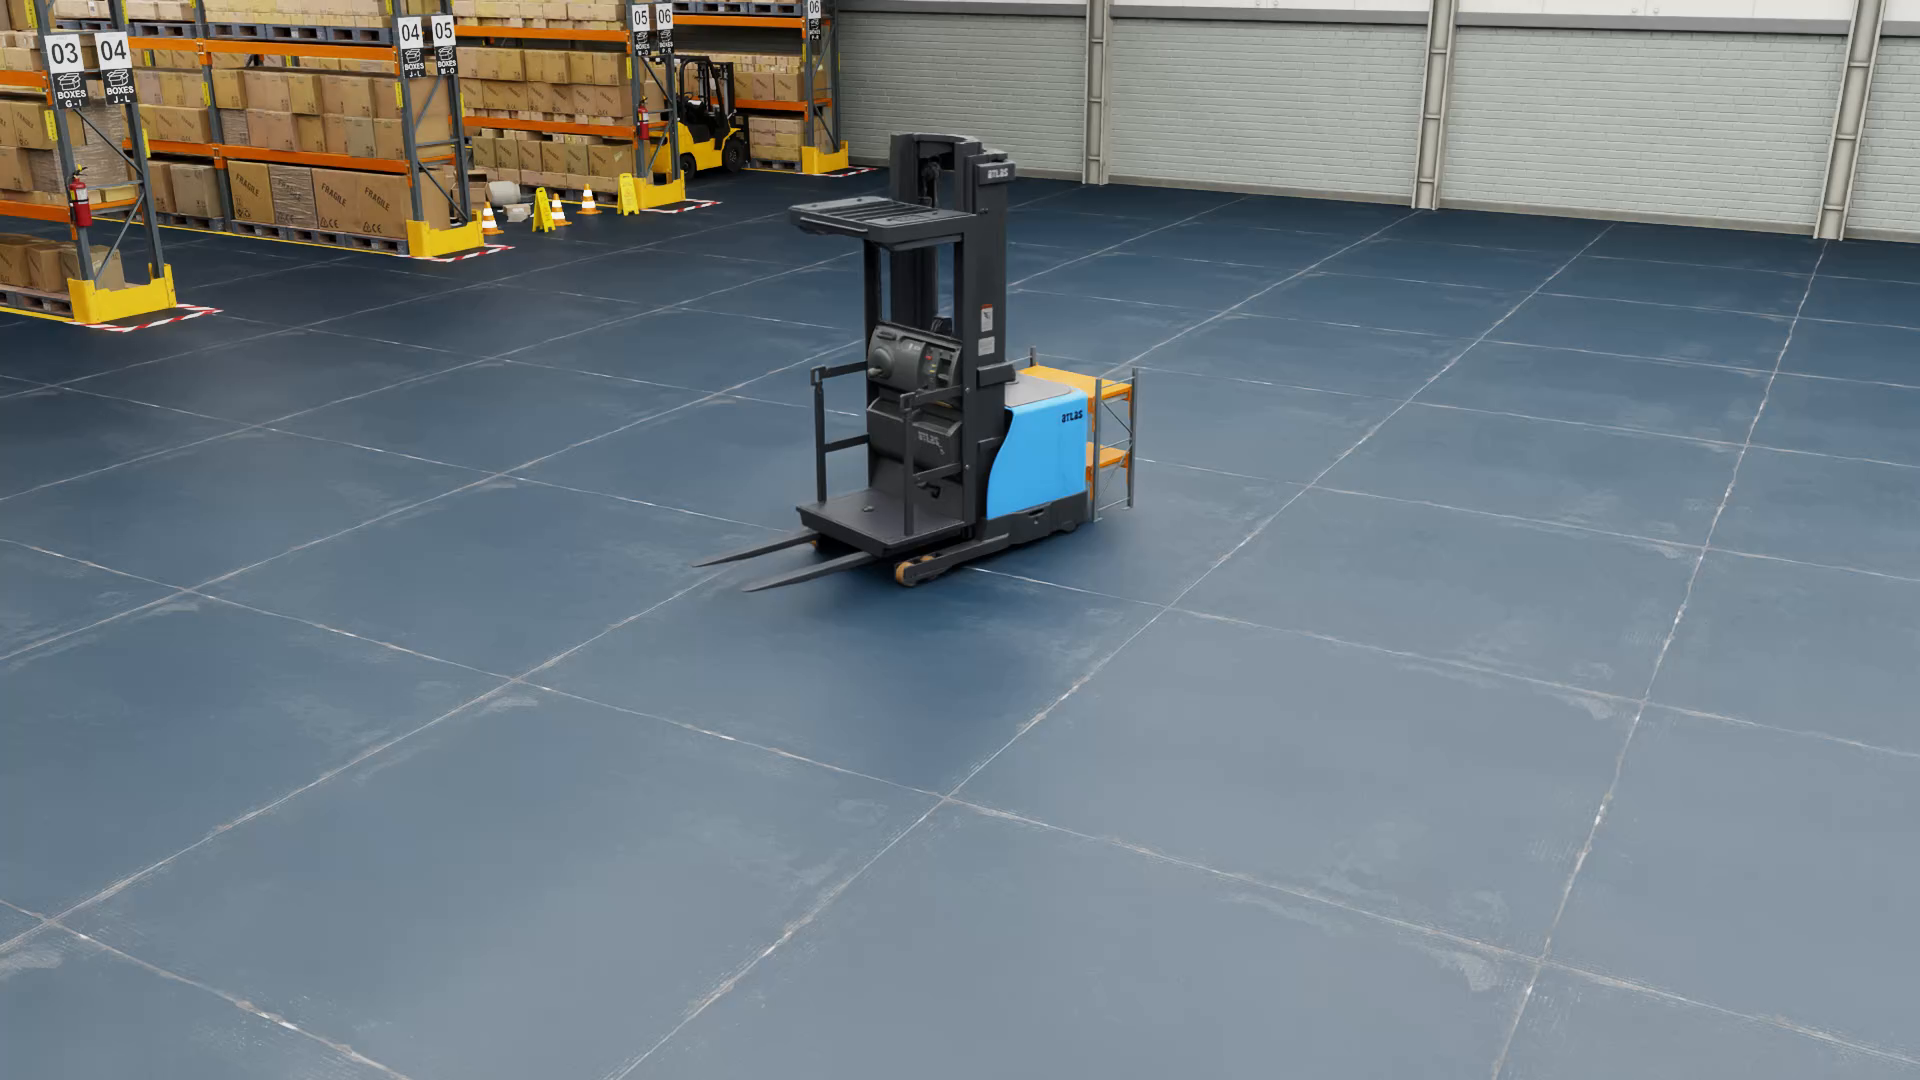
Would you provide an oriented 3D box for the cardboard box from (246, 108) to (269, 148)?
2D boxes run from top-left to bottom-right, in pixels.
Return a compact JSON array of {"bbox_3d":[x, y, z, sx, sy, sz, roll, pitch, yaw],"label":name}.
[{"bbox_3d":[-10.019,-6.147,24.694,0.550,0.550,0.875,11,23,27],"label":"cardboard box"}]

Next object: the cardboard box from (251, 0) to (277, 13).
[{"bbox_3d":[-9.666,-7.611,23.572,0.500,0.250,0.500,11,22,27],"label":"cardboard box"}]

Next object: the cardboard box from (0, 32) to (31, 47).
[{"bbox_3d":[-10.711,-5.666,18.822,0.250,0.149,0.380,10,22,25],"label":"cardboard box"}]

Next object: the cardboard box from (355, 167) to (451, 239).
[{"bbox_3d":[-7.971,-4.846,23.826,0.875,0.875,0.875,11,23,28],"label":"cardboard box"}]

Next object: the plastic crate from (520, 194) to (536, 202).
[{"bbox_3d":[-7.542,-5.832,28.326,0.583,0.080,0.402,3,20,9],"label":"plastic crate"}]

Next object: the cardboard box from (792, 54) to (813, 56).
[{"bbox_3d":[-2.994,-9.197,31.787,0.250,0.149,0.380,12,23,29],"label":"cardboard box"}]

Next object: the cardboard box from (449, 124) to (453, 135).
[{"bbox_3d":[-10.951,-9.055,35.978,0.500,0.500,0.500,12,23,30],"label":"cardboard box"}]

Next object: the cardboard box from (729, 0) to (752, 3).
[{"bbox_3d":[-3.954,-10.426,31.400,0.500,0.500,0.700,11,23,28],"label":"cardboard box"}]

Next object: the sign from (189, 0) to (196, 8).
[{"bbox_3d":[-11.095,-7.857,24.009,0.005,0.325,0.100,11,23,27],"label":"sign"}]

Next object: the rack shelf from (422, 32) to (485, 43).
[{"bbox_3d":[-10.259,-9.114,29.749,4.000,0.370,1.077,11,23,27],"label":"rack shelf"}]

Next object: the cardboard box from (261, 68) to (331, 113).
[{"bbox_3d":[-9.592,-6.538,24.188,0.550,0.550,0.875,11,23,27],"label":"cardboard box"}]

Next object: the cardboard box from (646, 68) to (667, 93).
[{"bbox_3d":[-5.835,-9.084,32.861,0.500,0.500,0.500,10,22,26],"label":"cardboard box"}]

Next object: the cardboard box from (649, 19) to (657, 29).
[{"bbox_3d":[-5.152,-8.489,27.337,0.250,0.149,0.380,11,23,27],"label":"cardboard box"}]

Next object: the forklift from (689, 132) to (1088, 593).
[{"bbox_3d":[-0.479,-1.259,11.537,3.031,2.935,1.130,-17,26,-38],"label":"forklift"}]

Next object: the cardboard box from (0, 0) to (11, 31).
[{"bbox_3d":[-11.330,-6.109,19.092,0.500,0.500,0.500,11,23,27],"label":"cardboard box"}]

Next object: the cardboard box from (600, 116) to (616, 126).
[{"bbox_3d":[-5.727,-6.934,27.451,0.250,0.149,0.380,10,22,27],"label":"cardboard box"}]

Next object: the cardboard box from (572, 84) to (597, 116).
[{"bbox_3d":[-6.064,-7.324,27.575,0.500,0.500,0.500,11,23,27],"label":"cardboard box"}]

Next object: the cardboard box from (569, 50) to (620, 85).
[{"bbox_3d":[-6.011,-7.808,27.442,0.500,0.500,0.700,11,23,28],"label":"cardboard box"}]

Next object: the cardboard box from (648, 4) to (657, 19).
[{"bbox_3d":[-5.330,-8.687,27.300,0.500,0.250,0.500,10,22,26],"label":"cardboard box"}]

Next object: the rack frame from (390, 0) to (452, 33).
[{"bbox_3d":[-7.346,-8.374,22.255,0.127,3.000,1.000,11,23,27],"label":"rack frame"}]

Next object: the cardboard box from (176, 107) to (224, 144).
[{"bbox_3d":[-11.424,-6.274,25.115,0.500,0.500,0.500,11,22,27],"label":"cardboard box"}]

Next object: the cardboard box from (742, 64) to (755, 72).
[{"bbox_3d":[-3.944,-9.019,31.732,0.250,0.149,0.380,10,22,26],"label":"cardboard box"}]

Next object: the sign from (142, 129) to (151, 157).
[{"bbox_3d":[-9.589,-4.663,19.552,0.005,0.325,0.100,11,23,27],"label":"sign"}]

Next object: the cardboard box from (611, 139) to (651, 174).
[{"bbox_3d":[-5.611,-6.522,28.264,0.500,0.500,0.500,10,22,26],"label":"cardboard box"}]

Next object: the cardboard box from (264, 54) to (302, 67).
[{"bbox_3d":[-12.584,-8.900,30.889,0.500,0.500,0.500,10,22,26],"label":"cardboard box"}]

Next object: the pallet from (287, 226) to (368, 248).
[{"bbox_3d":[-9.144,-4.556,24.616,1.213,0.211,1.003,11,23,27],"label":"pallet"}]

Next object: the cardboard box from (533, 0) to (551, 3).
[{"bbox_3d":[-6.815,-8.925,27.371,0.250,0.149,0.380,11,23,29],"label":"cardboard box"}]

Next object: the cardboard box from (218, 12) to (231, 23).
[{"bbox_3d":[-10.459,-7.552,23.992,0.250,0.149,0.380,11,23,28],"label":"cardboard box"}]

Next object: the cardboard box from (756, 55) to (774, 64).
[{"bbox_3d":[-3.672,-9.142,31.636,0.250,0.149,0.380,11,23,28],"label":"cardboard box"}]

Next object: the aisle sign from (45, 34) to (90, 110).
[{"bbox_3d":[-9.946,-5.217,18.536,0.004,0.787,0.394,11,23,27],"label":"aisle sign"}]

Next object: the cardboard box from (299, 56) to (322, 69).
[{"bbox_3d":[-11.725,-8.616,30.519,0.500,0.500,0.500,10,22,26],"label":"cardboard box"}]

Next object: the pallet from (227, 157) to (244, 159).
[{"bbox_3d":[-13.717,-7.421,32.514,1.213,0.211,1.003,11,23,27],"label":"pallet"}]

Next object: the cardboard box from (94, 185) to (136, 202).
[{"bbox_3d":[-9.986,-4.095,19.623,0.250,0.149,0.380,11,23,27],"label":"cardboard box"}]

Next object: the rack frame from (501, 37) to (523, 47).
[{"bbox_3d":[-9.587,-9.853,35.130,0.127,3.000,1.000,11,23,27],"label":"rack frame"}]

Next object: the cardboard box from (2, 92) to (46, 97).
[{"bbox_3d":[-11.071,-5.092,19.955,0.500,0.500,0.500,11,23,27],"label":"cardboard box"}]

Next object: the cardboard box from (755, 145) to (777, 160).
[{"bbox_3d":[-3.597,-7.497,32.052,0.500,0.250,0.500,11,23,27],"label":"cardboard box"}]

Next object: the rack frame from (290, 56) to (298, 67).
[{"bbox_3d":[-12.005,-8.375,31.055,0.127,3.000,1.000,11,23,27],"label":"rack frame"}]

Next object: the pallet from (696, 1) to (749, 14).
[{"bbox_3d":[-4.277,-10.219,31.870,1.213,0.211,1.003,11,23,27],"label":"pallet"}]

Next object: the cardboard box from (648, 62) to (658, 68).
[{"bbox_3d":[-5.945,-9.409,32.807,0.250,0.149,0.380,10,22,26],"label":"cardboard box"}]

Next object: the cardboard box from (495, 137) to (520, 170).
[{"bbox_3d":[-7.656,-6.703,28.762,0.500,0.500,0.500,12,23,29],"label":"cardboard box"}]

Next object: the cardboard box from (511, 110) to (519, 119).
[{"bbox_3d":[-7.455,-7.296,28.448,0.250,0.149,0.380,11,23,27],"label":"cardboard box"}]

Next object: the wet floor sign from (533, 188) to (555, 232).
[{"bbox_3d":[-6.356,-5.032,25.291,0.232,0.644,0.267,7,21,18],"label":"wet floor sign"}]

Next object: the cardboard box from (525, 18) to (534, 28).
[{"bbox_3d":[-7.012,-8.620,27.699,0.250,0.149,0.380,11,23,28],"label":"cardboard box"}]

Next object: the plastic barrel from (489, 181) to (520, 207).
[{"bbox_3d":[-7.562,-5.726,27.531,0.512,0.421,0.421,-7,21,-20],"label":"plastic barrel"}]

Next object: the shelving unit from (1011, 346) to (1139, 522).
[{"bbox_3d":[0.810,-0.847,13.050,1.048,1.125,0.538,17,26,39],"label":"shelving unit"}]

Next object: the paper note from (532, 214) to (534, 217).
[{"bbox_3d":[-6.817,-5.214,26.693,0.142,0.019,0.148,3,20,9],"label":"paper note"}]

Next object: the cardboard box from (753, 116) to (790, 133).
[{"bbox_3d":[-3.606,-7.965,31.874,0.500,0.250,0.500,11,23,28],"label":"cardboard box"}]

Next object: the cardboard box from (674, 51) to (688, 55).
[{"bbox_3d":[-5.462,-9.482,32.573,0.250,0.149,0.380,10,22,26],"label":"cardboard box"}]

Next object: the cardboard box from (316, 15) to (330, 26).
[{"bbox_3d":[-8.691,-7.214,23.062,0.250,0.149,0.380,10,22,27],"label":"cardboard box"}]

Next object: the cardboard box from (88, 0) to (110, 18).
[{"bbox_3d":[-12.920,-8.143,25.383,0.500,0.311,0.500,10,22,26],"label":"cardboard box"}]

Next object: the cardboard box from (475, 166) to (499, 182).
[{"bbox_3d":[-8.129,-6.436,29.126,0.500,0.250,0.500,10,22,25],"label":"cardboard box"}]

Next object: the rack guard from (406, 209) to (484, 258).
[{"bbox_3d":[-7.325,-4.375,23.694,0.348,0.500,1.175,11,23,27],"label":"rack guard"}]

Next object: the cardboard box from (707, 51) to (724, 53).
[{"bbox_3d":[-4.767,-9.551,32.761,0.250,0.149,0.380,10,22,26],"label":"cardboard box"}]

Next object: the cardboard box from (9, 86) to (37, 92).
[{"bbox_3d":[-14.982,-7.189,26.664,0.250,0.149,0.380,10,22,25],"label":"cardboard box"}]

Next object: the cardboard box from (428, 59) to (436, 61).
[{"bbox_3d":[-9.220,-8.341,29.761,0.500,0.500,0.500,11,23,27],"label":"cardboard box"}]
